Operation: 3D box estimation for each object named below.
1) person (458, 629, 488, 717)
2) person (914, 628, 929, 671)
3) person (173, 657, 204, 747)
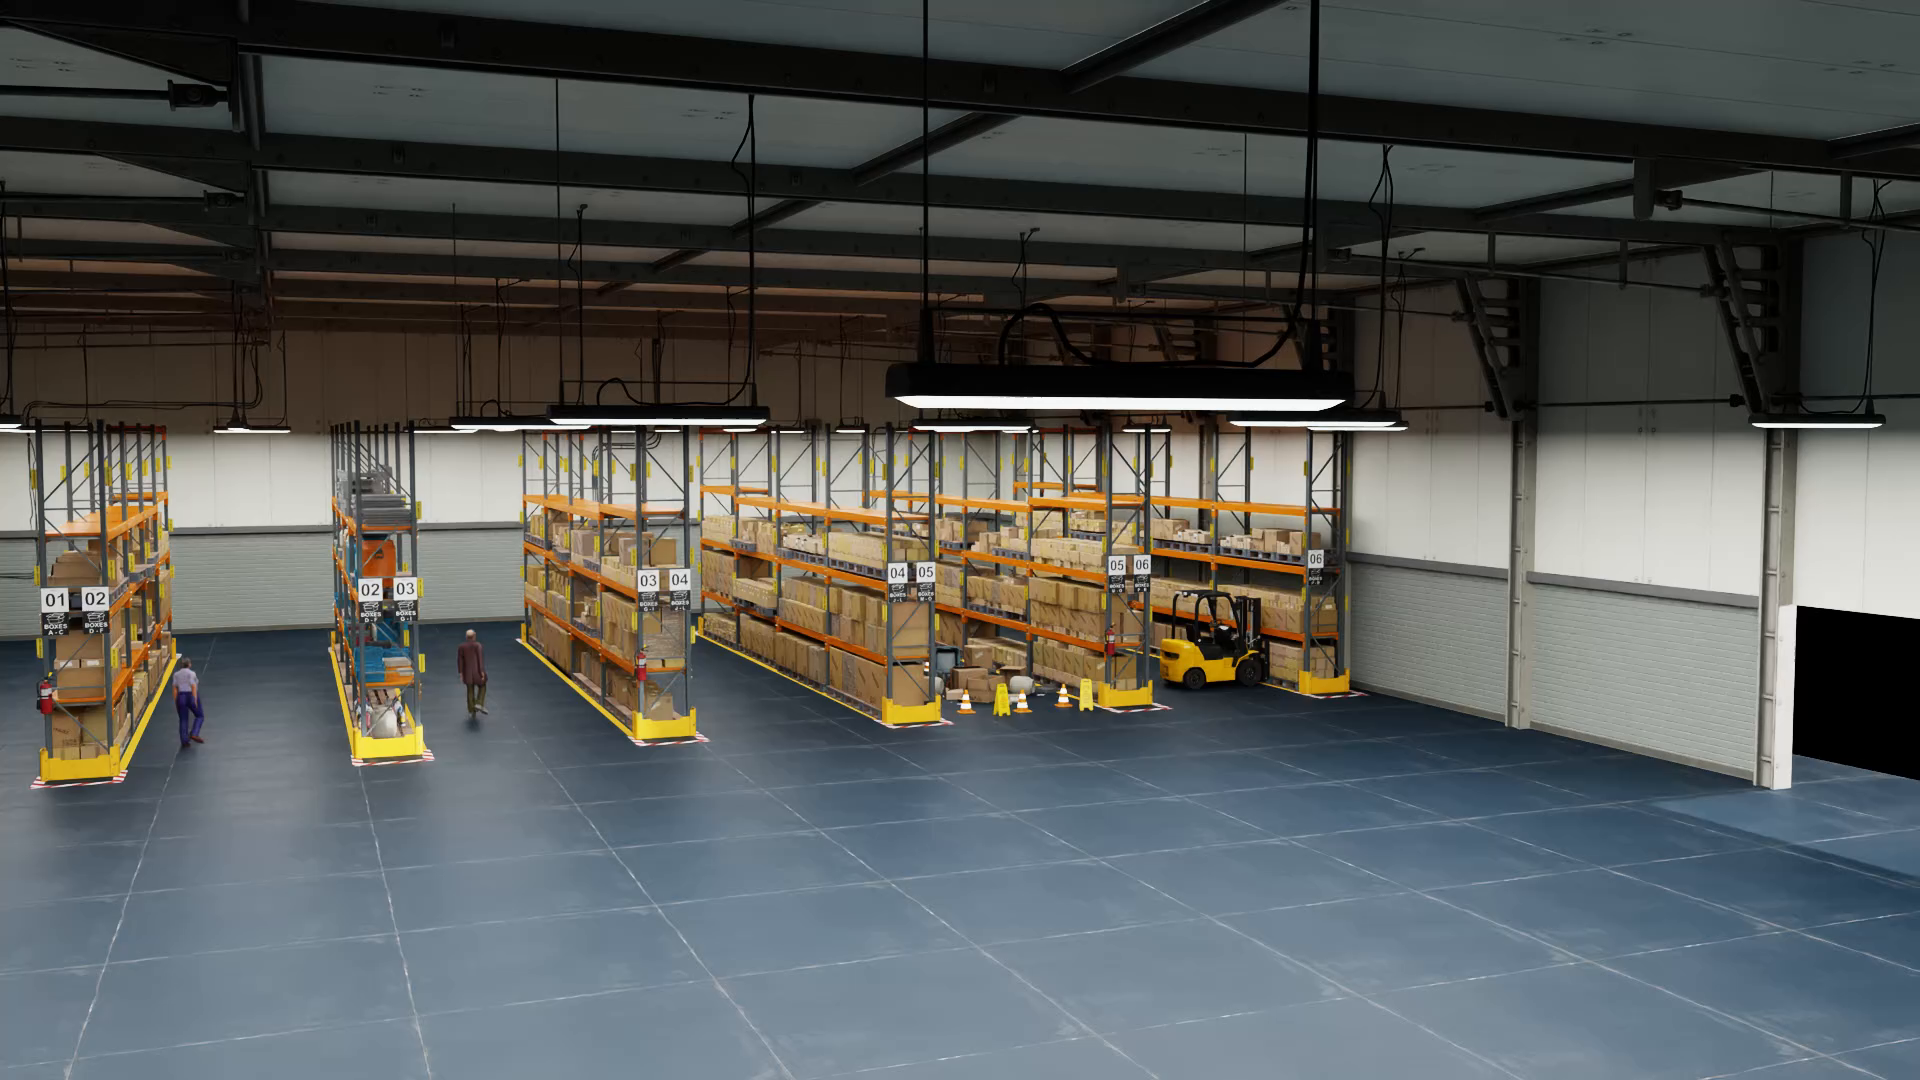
[{"bbox_3d":[-9.933,2.706,33.875,0.591,1.763,0.551,0,4,-8],"label":"person"},{"bbox_3d":[-0.994,2.374,40.387,0.575,1.783,0.599,-2,4,-29],"label":"person"},{"bbox_3d":[-14.226,2.982,30.635,0.538,1.635,0.459,-1,4,-9],"label":"person"}]
